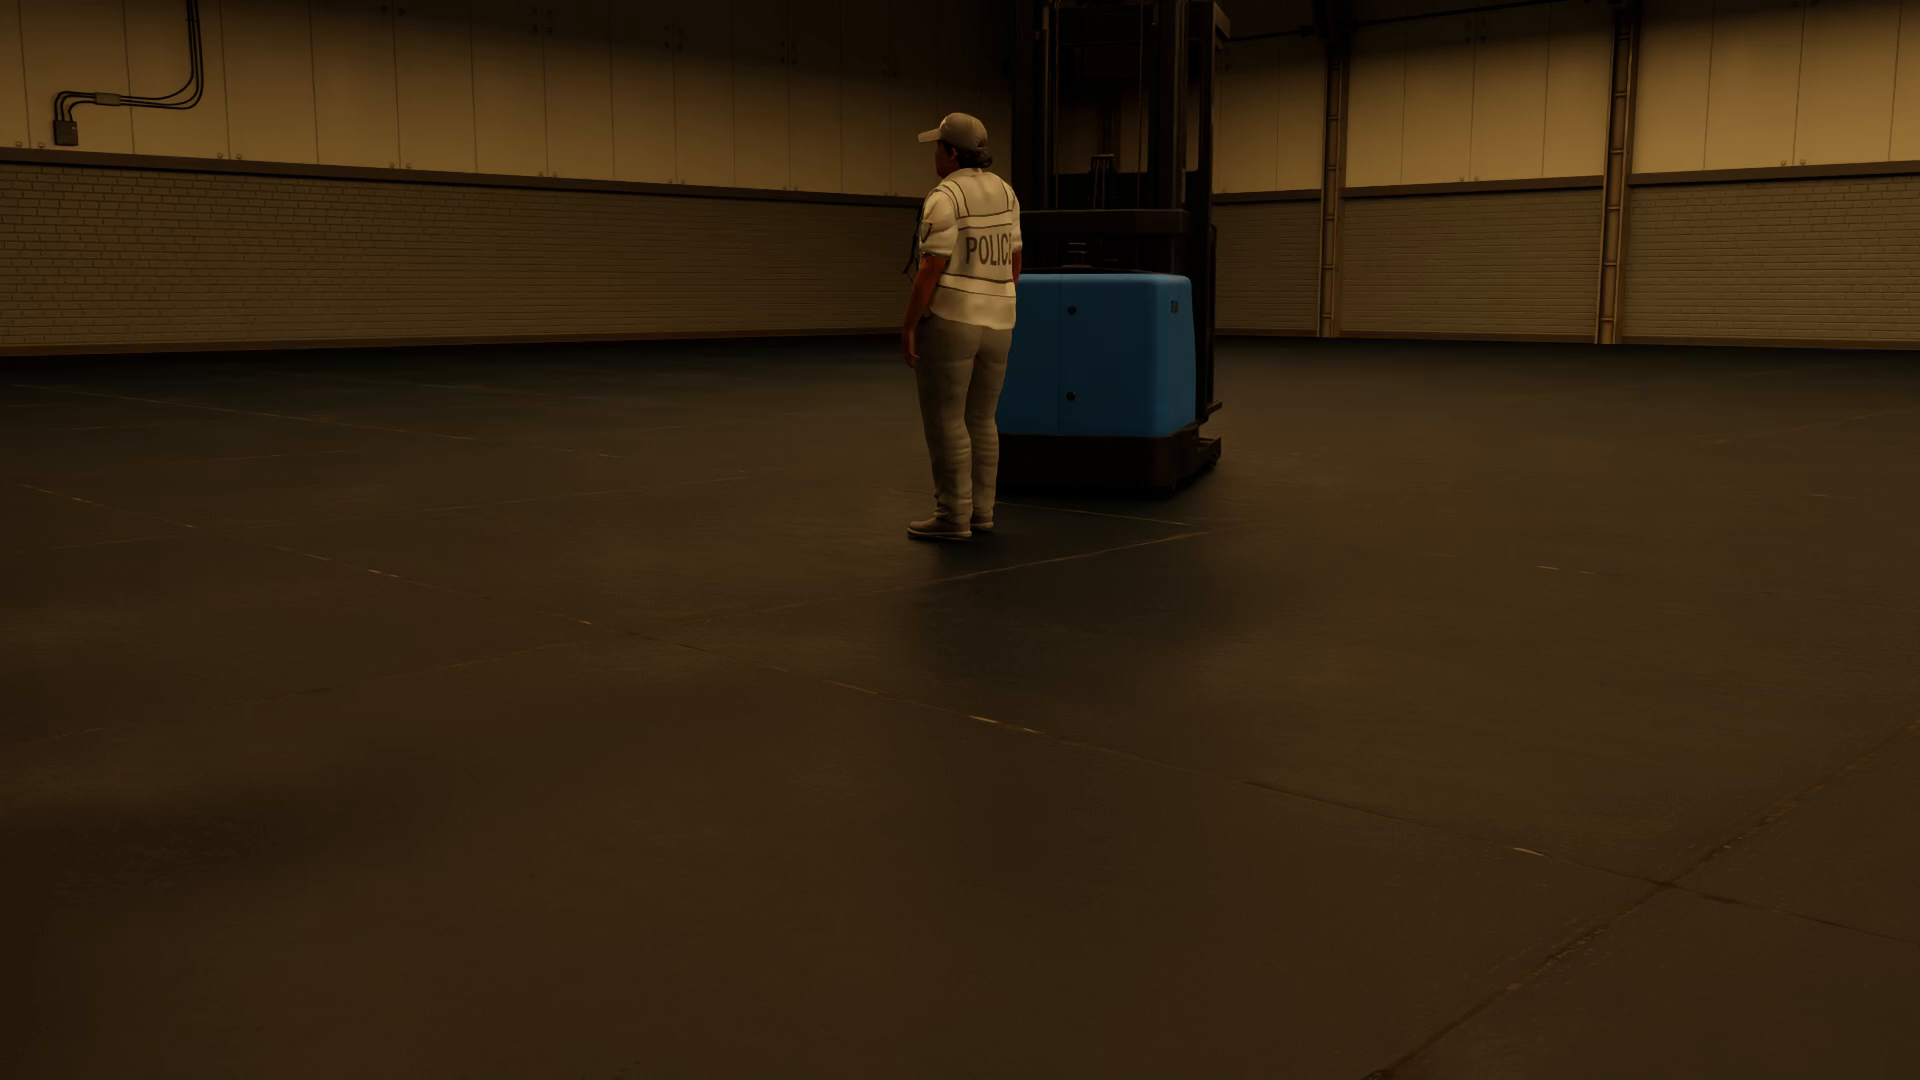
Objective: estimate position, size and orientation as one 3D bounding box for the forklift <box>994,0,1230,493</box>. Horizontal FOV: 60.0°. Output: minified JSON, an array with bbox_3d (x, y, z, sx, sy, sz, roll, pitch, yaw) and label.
[{"bbox_3d":[0.881,-1.861,9.235,1.130,2.935,3.031,2,9,16],"label":"forklift"}]

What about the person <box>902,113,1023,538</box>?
[{"bbox_3d":[-0.039,-0.841,6.661,0.529,1.670,0.598,8,12,43],"label":"person"}]
